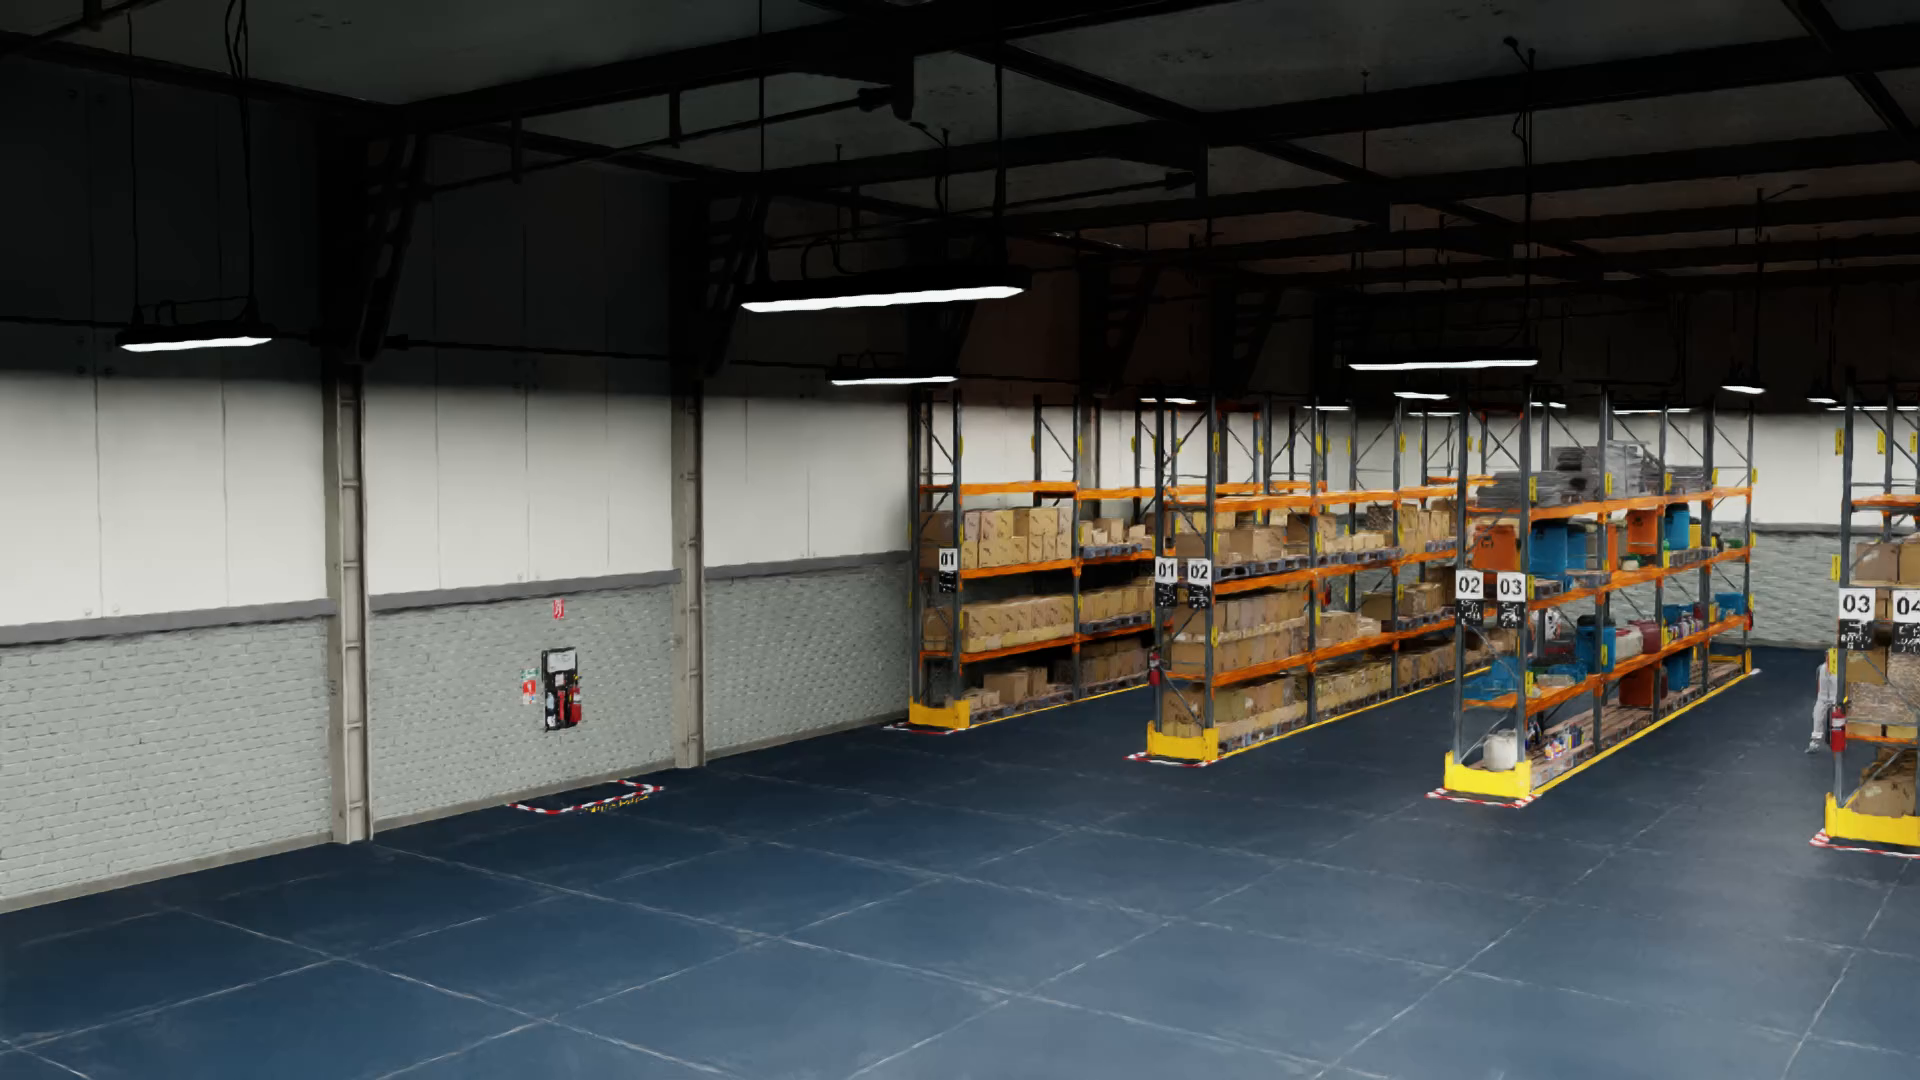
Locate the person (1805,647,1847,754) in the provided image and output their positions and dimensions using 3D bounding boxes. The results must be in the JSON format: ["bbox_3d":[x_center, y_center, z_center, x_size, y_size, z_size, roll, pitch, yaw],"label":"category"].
[{"bbox_3d":[14.090,2.591,26.901,1.038,1.726,0.534,-3,5,-45],"label":"person"}]

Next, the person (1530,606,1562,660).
[{"bbox_3d":[12.696,2.095,36.067,0.682,1.715,0.536,2,4,34],"label":"person"}]
